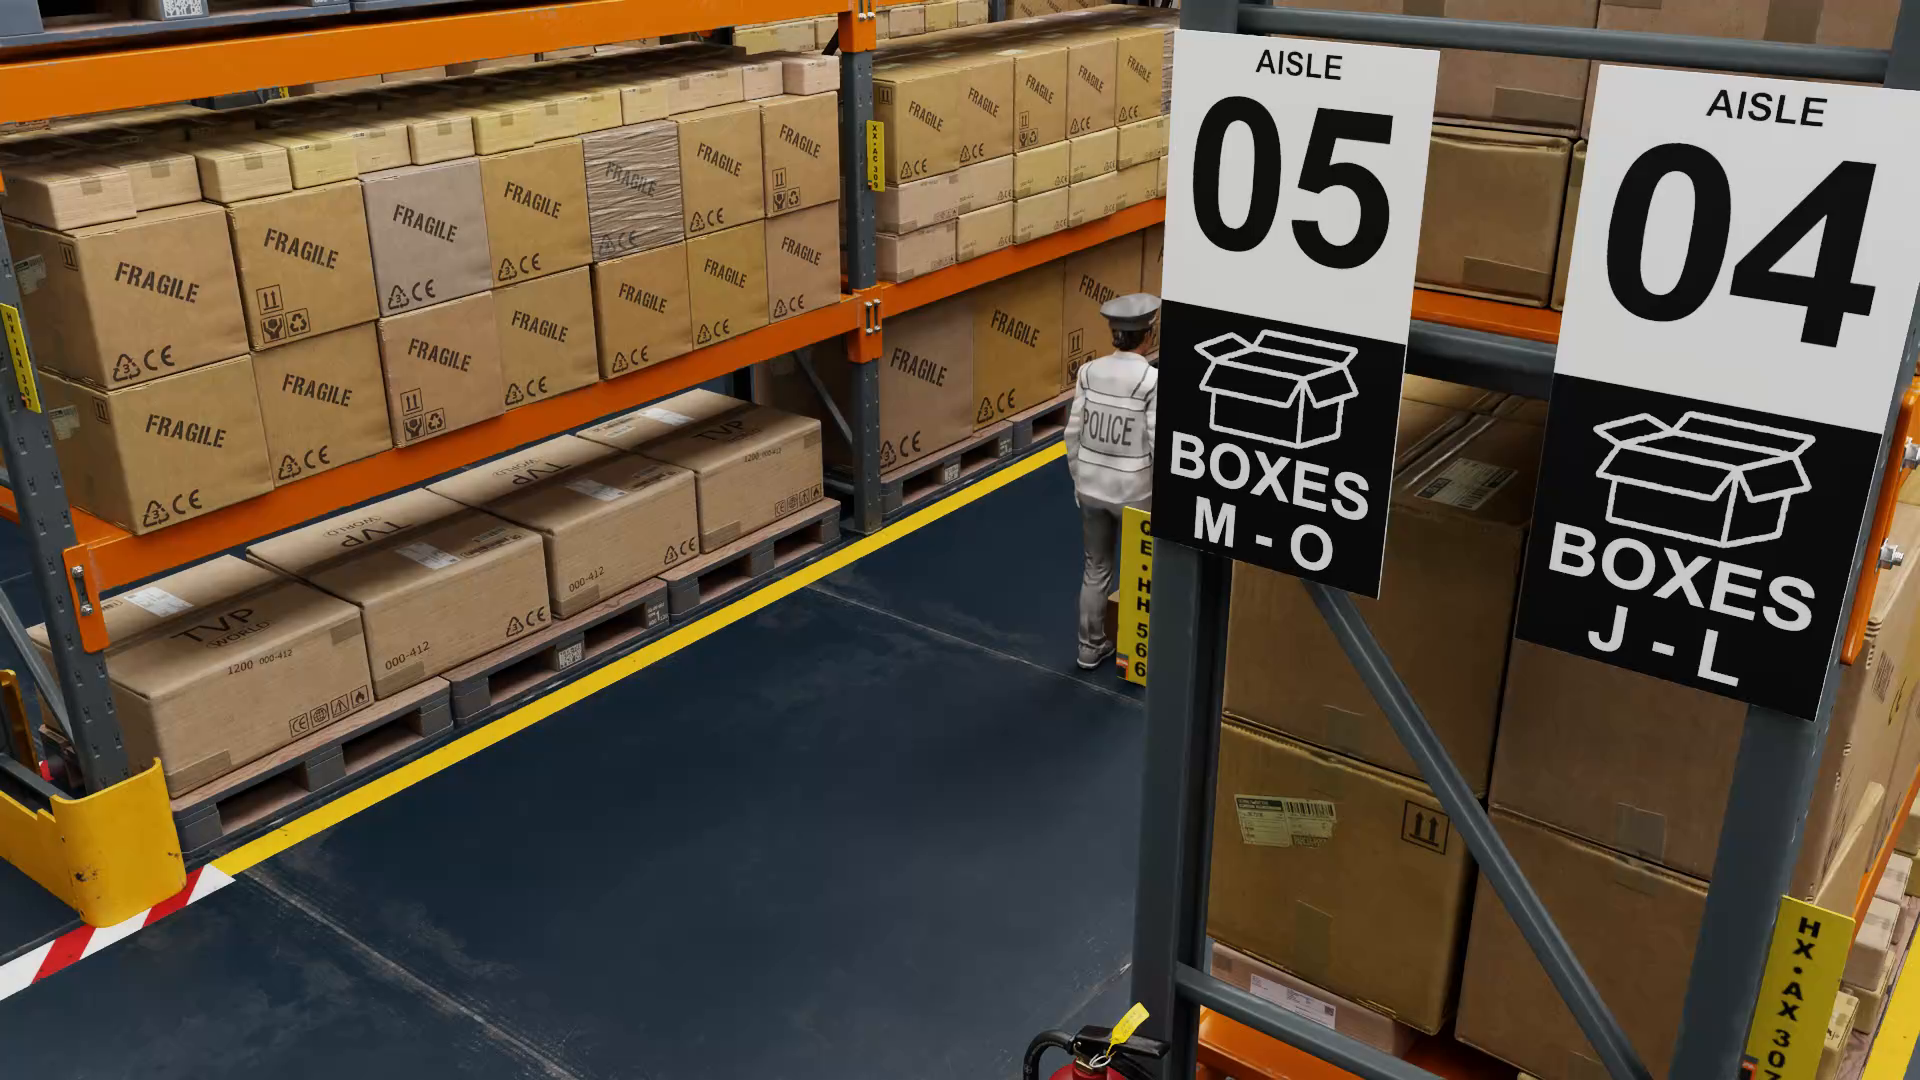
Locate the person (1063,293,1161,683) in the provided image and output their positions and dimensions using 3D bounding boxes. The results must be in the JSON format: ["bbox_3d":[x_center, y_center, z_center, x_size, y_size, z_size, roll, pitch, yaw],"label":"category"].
[{"bbox_3d":[0.688,-0.200,7.052,0.526,1.662,0.373,16,28,32],"label":"person"}]
